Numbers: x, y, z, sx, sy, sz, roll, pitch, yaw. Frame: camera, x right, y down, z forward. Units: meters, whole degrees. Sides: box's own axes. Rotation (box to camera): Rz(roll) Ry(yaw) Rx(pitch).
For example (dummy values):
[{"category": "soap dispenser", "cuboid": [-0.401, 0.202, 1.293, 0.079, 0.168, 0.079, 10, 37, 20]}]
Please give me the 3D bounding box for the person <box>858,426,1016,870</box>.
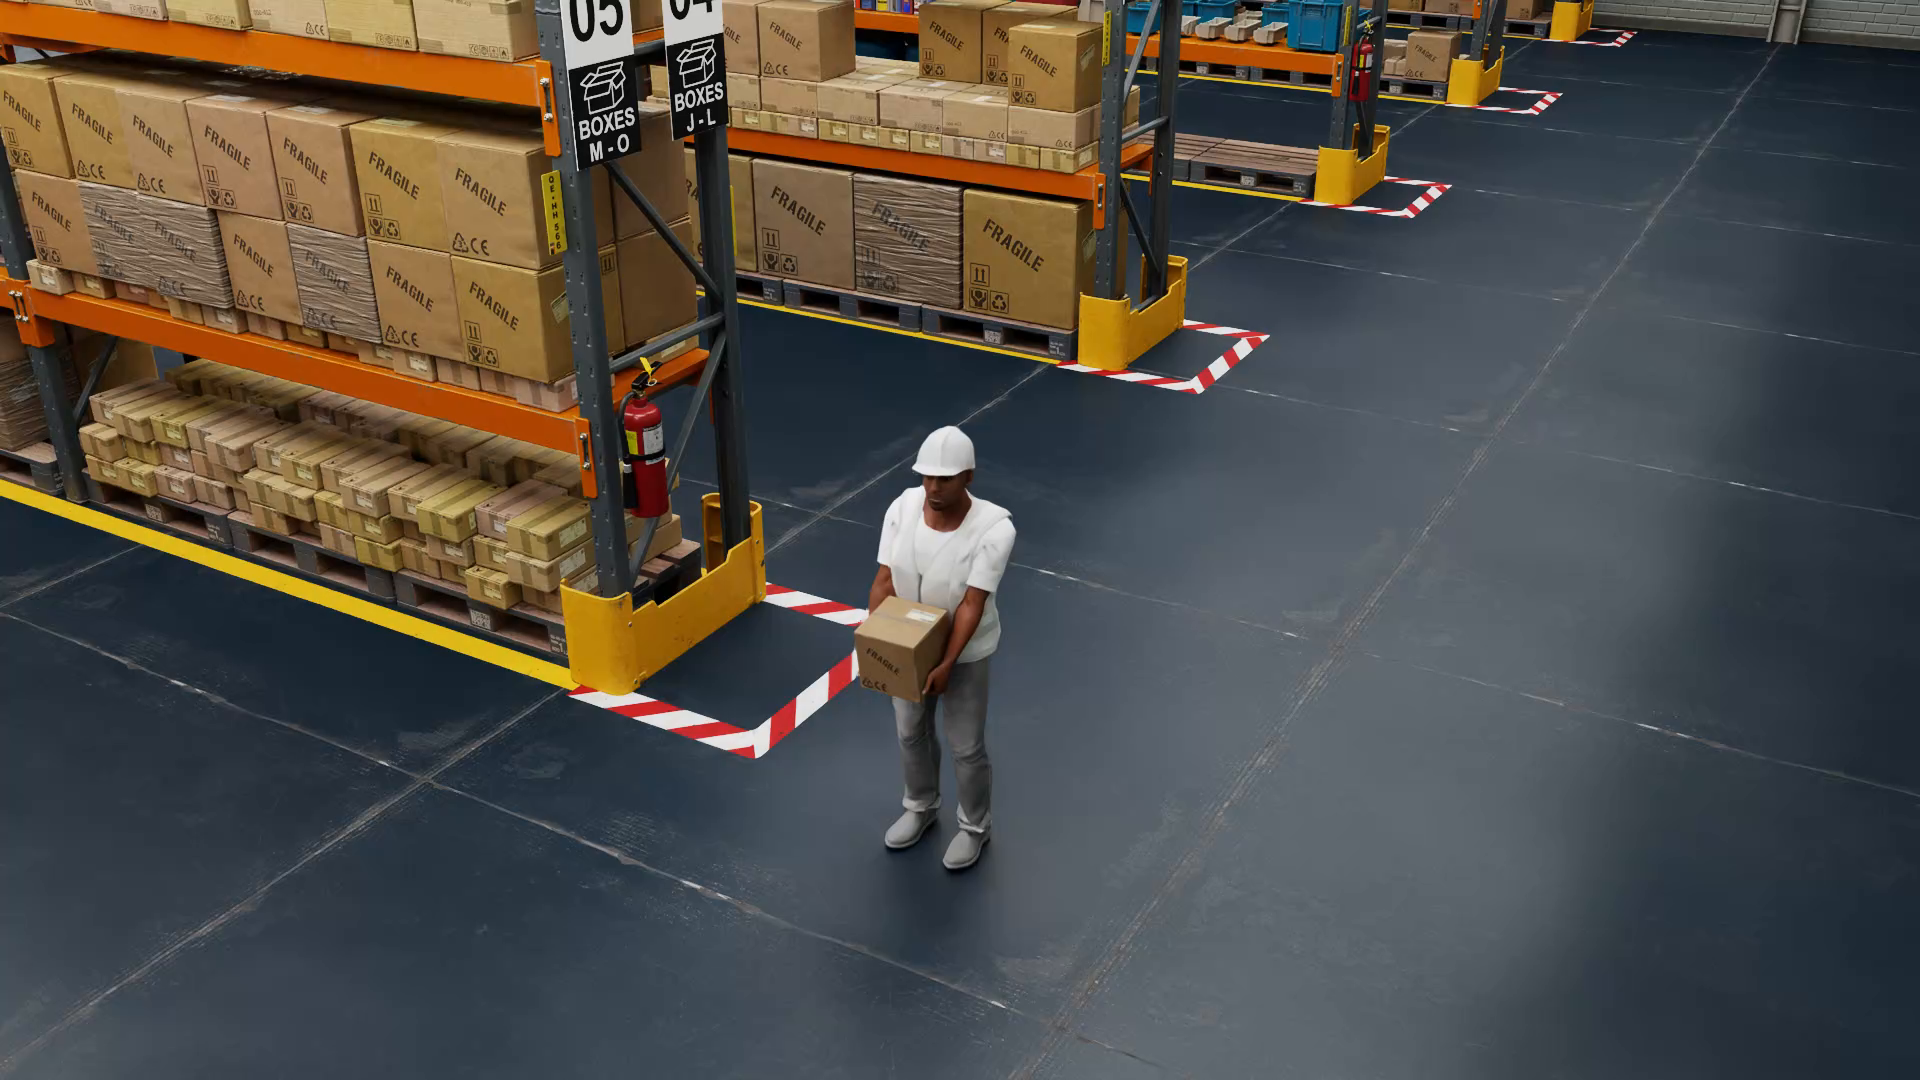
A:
[{"category": "person", "cuboid": [-0.102, 0.440, 6.203, 0.505, 1.763, 0.560, 14, 30, 26]}]
